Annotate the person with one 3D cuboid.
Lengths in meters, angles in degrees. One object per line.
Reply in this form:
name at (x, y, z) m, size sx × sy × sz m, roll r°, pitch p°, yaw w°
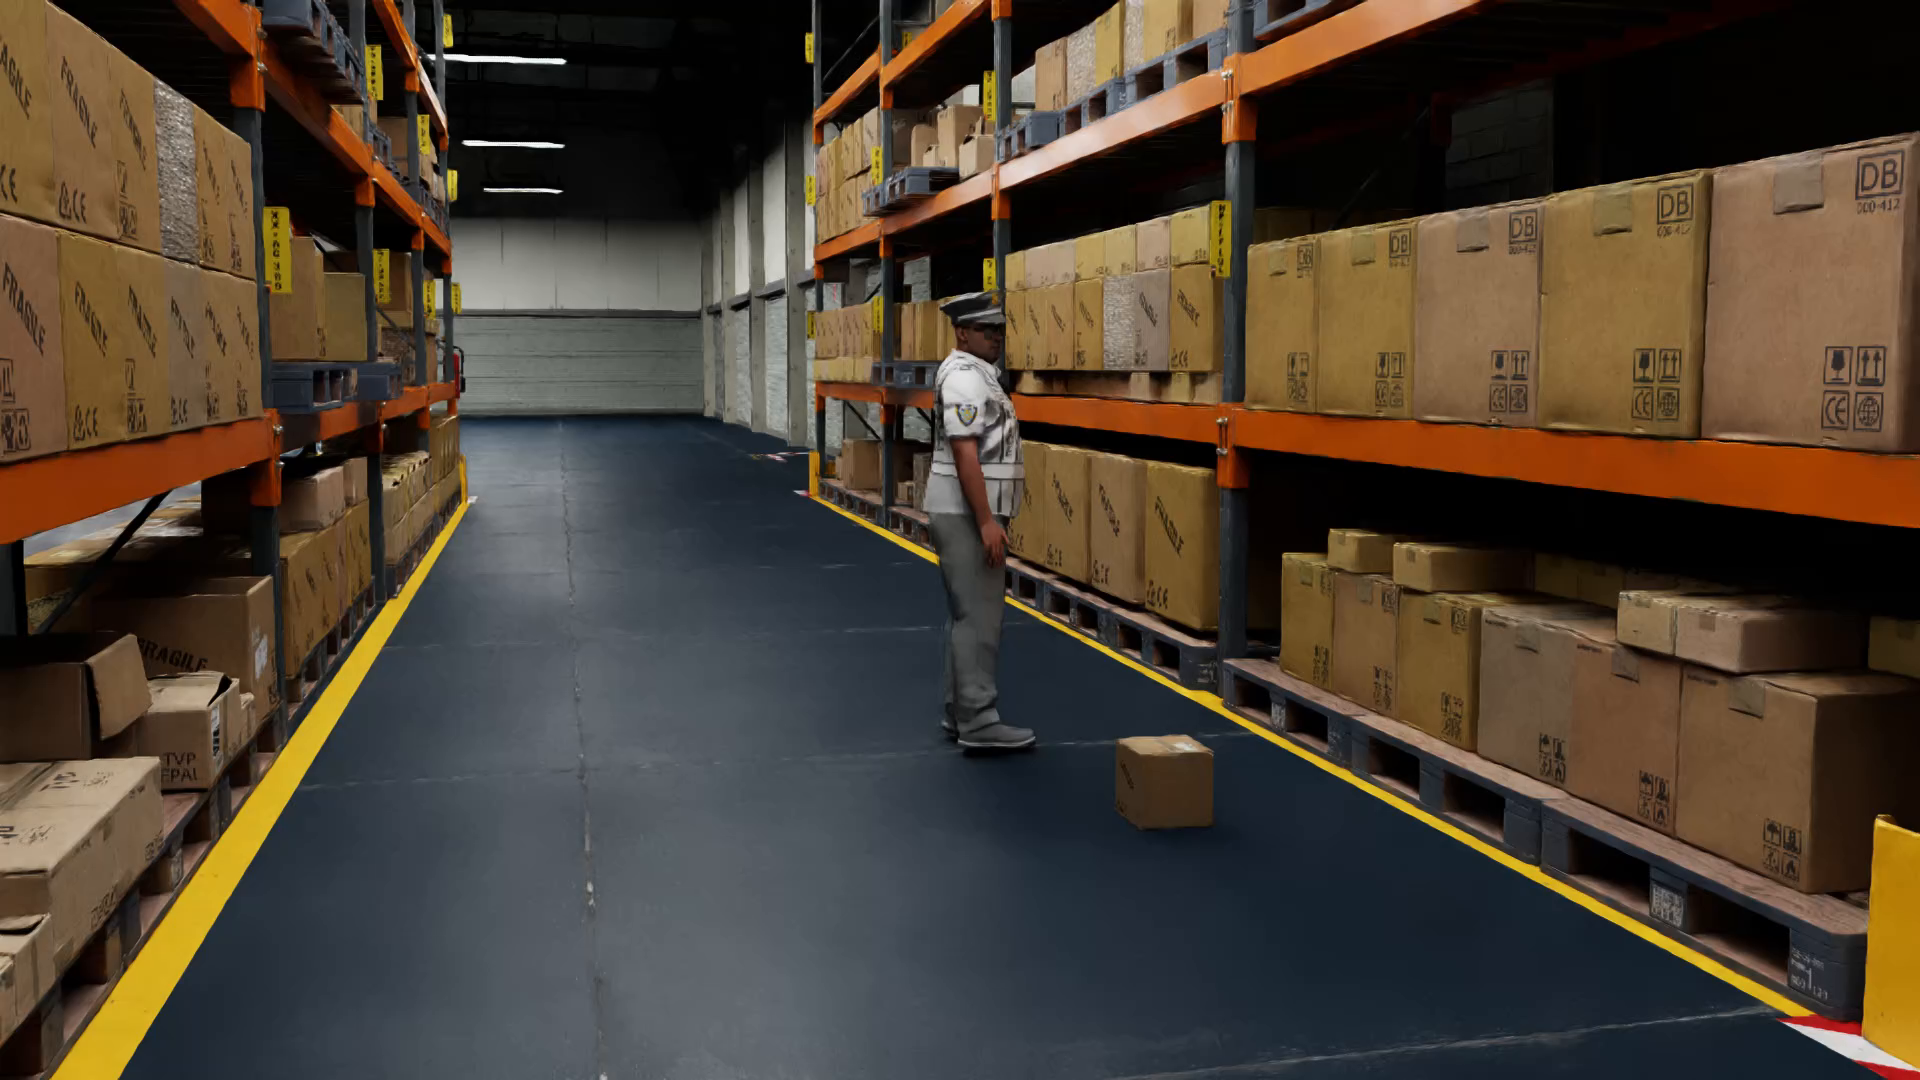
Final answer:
person at (0.074, -0.063, 6.461) m, size 0.442 × 1.801 × 0.589 m, roll 0°, pitch 6°, yaw 0°
